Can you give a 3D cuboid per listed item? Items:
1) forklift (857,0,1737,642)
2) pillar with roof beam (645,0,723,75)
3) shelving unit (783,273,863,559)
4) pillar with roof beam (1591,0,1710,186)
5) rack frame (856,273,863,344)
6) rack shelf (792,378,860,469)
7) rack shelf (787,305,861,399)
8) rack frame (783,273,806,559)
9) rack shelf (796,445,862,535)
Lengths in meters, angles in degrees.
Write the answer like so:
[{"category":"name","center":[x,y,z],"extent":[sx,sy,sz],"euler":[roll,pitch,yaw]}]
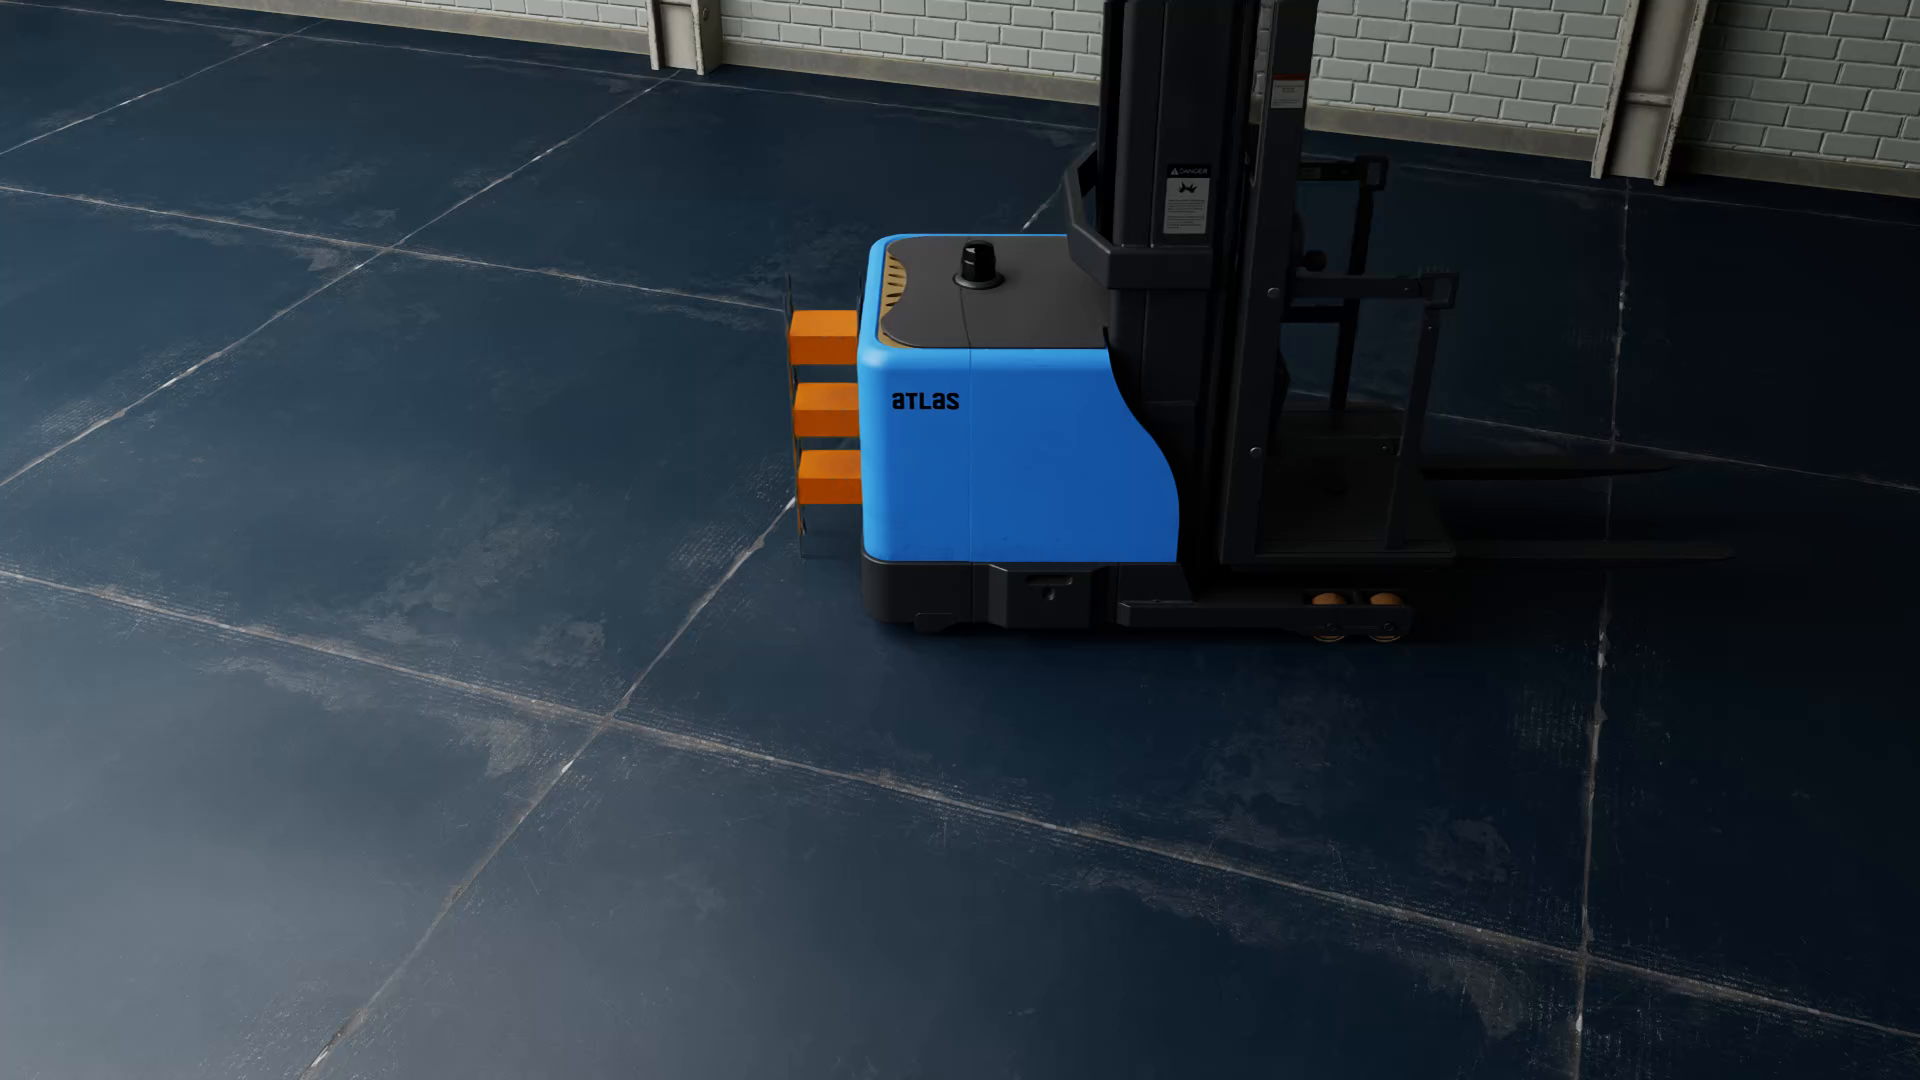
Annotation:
[{"category":"forklift","center":[1.178,-1.172,5.363],"extent":[3.031,2.935,1.130],"euler":[0,33,0]},{"category":"pillar with roof beam","center":[-3.282,-4.780,5.357],"extent":[0.400,9.000,9.100],"euler":[11,34,16]},{"category":"shelving unit","center":[-0.466,-0.425,5.941],"extent":[0.252,1.050,0.215],"euler":[0,33,0]},{"category":"pillar with roof beam","center":[2.366,-3.682,3.656],"extent":[0.400,9.000,9.100],"euler":[11,34,16]},{"category":"rack frame","center":[-0.344,-0.425,5.941],"extent":[0.008,1.050,0.200],"euler":[0,33,0]},{"category":"rack shelf","center":[-0.466,-0.417,5.947],"extent":[0.240,0.259,0.215],"euler":[0,33,0]},{"category":"rack shelf","center":[-0.466,-0.655,5.793],"extent":[0.240,0.259,0.215],"euler":[0,33,0]},{"category":"rack frame","center":[-0.588,-0.426,5.941],"extent":[0.008,1.050,0.200],"euler":[0,33,0]},{"category":"rack shelf","center":[-0.466,-0.183,6.097],"extent":[0.240,0.259,0.215],"euler":[0,33,0]}]
